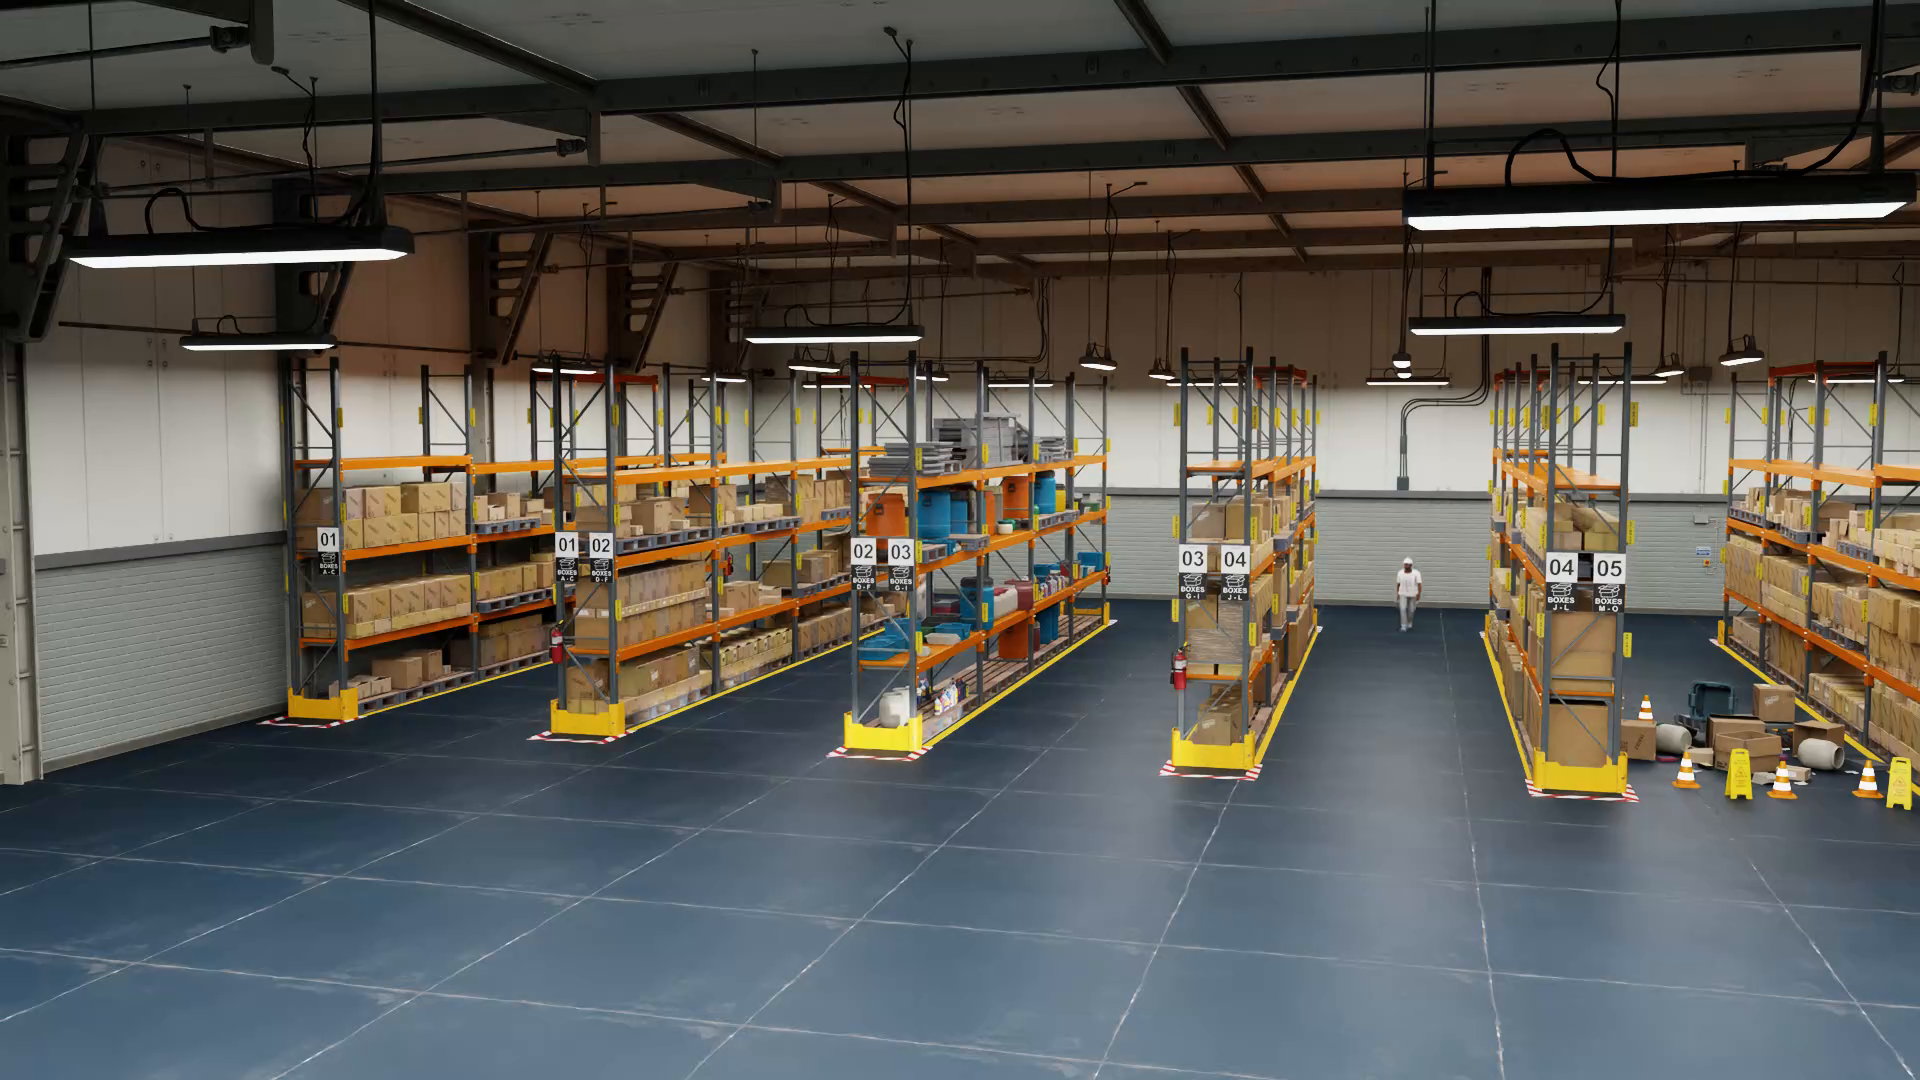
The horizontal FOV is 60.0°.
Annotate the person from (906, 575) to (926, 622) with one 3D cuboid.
[{"bbox_3d":[-0.933,1.530,36.295,0.549,1.621,1.064,1,4,11],"label":"person"}]

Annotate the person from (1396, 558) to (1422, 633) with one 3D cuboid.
[{"bbox_3d":[10.487,1.283,38.850,0.562,1.717,1.052,1,4,12],"label":"person"}]
